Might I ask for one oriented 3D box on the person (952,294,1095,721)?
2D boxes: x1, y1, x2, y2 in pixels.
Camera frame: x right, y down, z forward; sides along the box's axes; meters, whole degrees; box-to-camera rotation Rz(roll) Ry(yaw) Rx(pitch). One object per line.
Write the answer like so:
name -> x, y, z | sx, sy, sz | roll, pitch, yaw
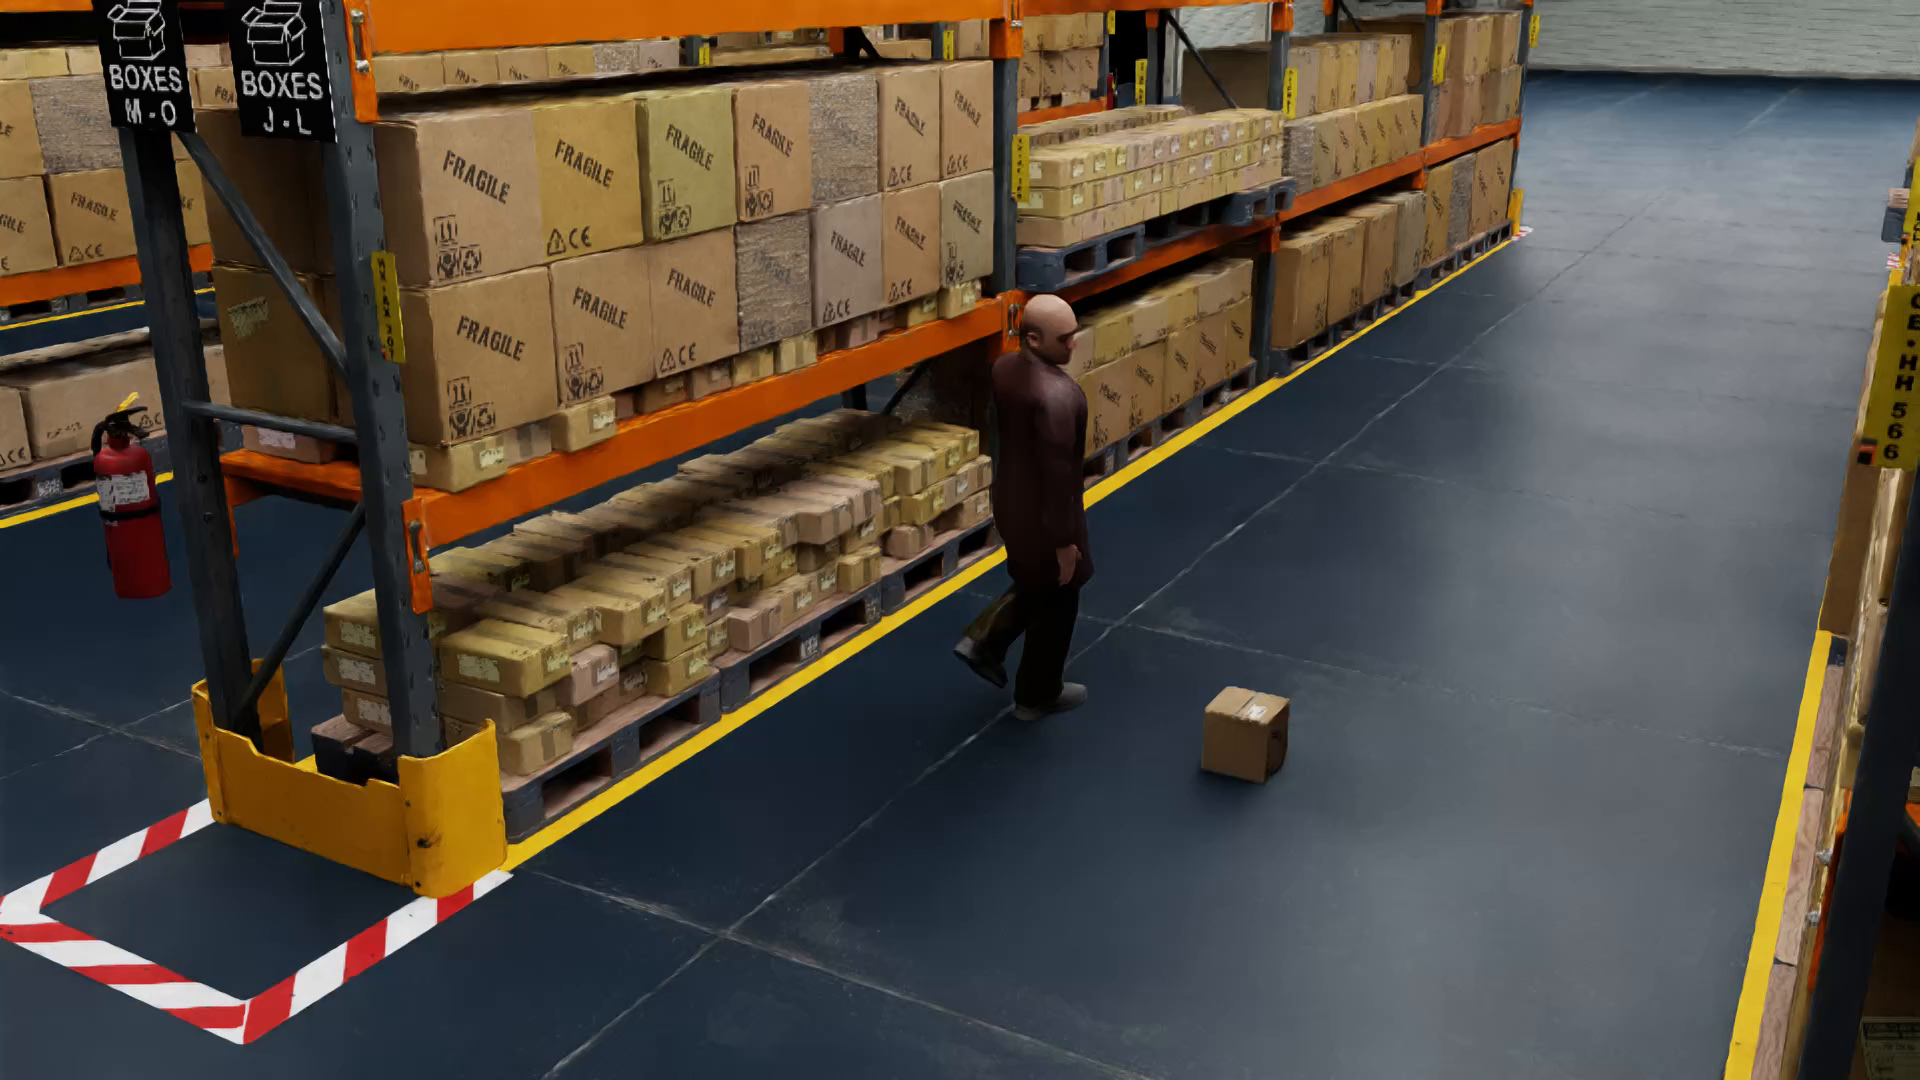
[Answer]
person -> 0.321, -0.087, 6.364 | 0.600, 1.761, 0.651 | -9, 21, -25
